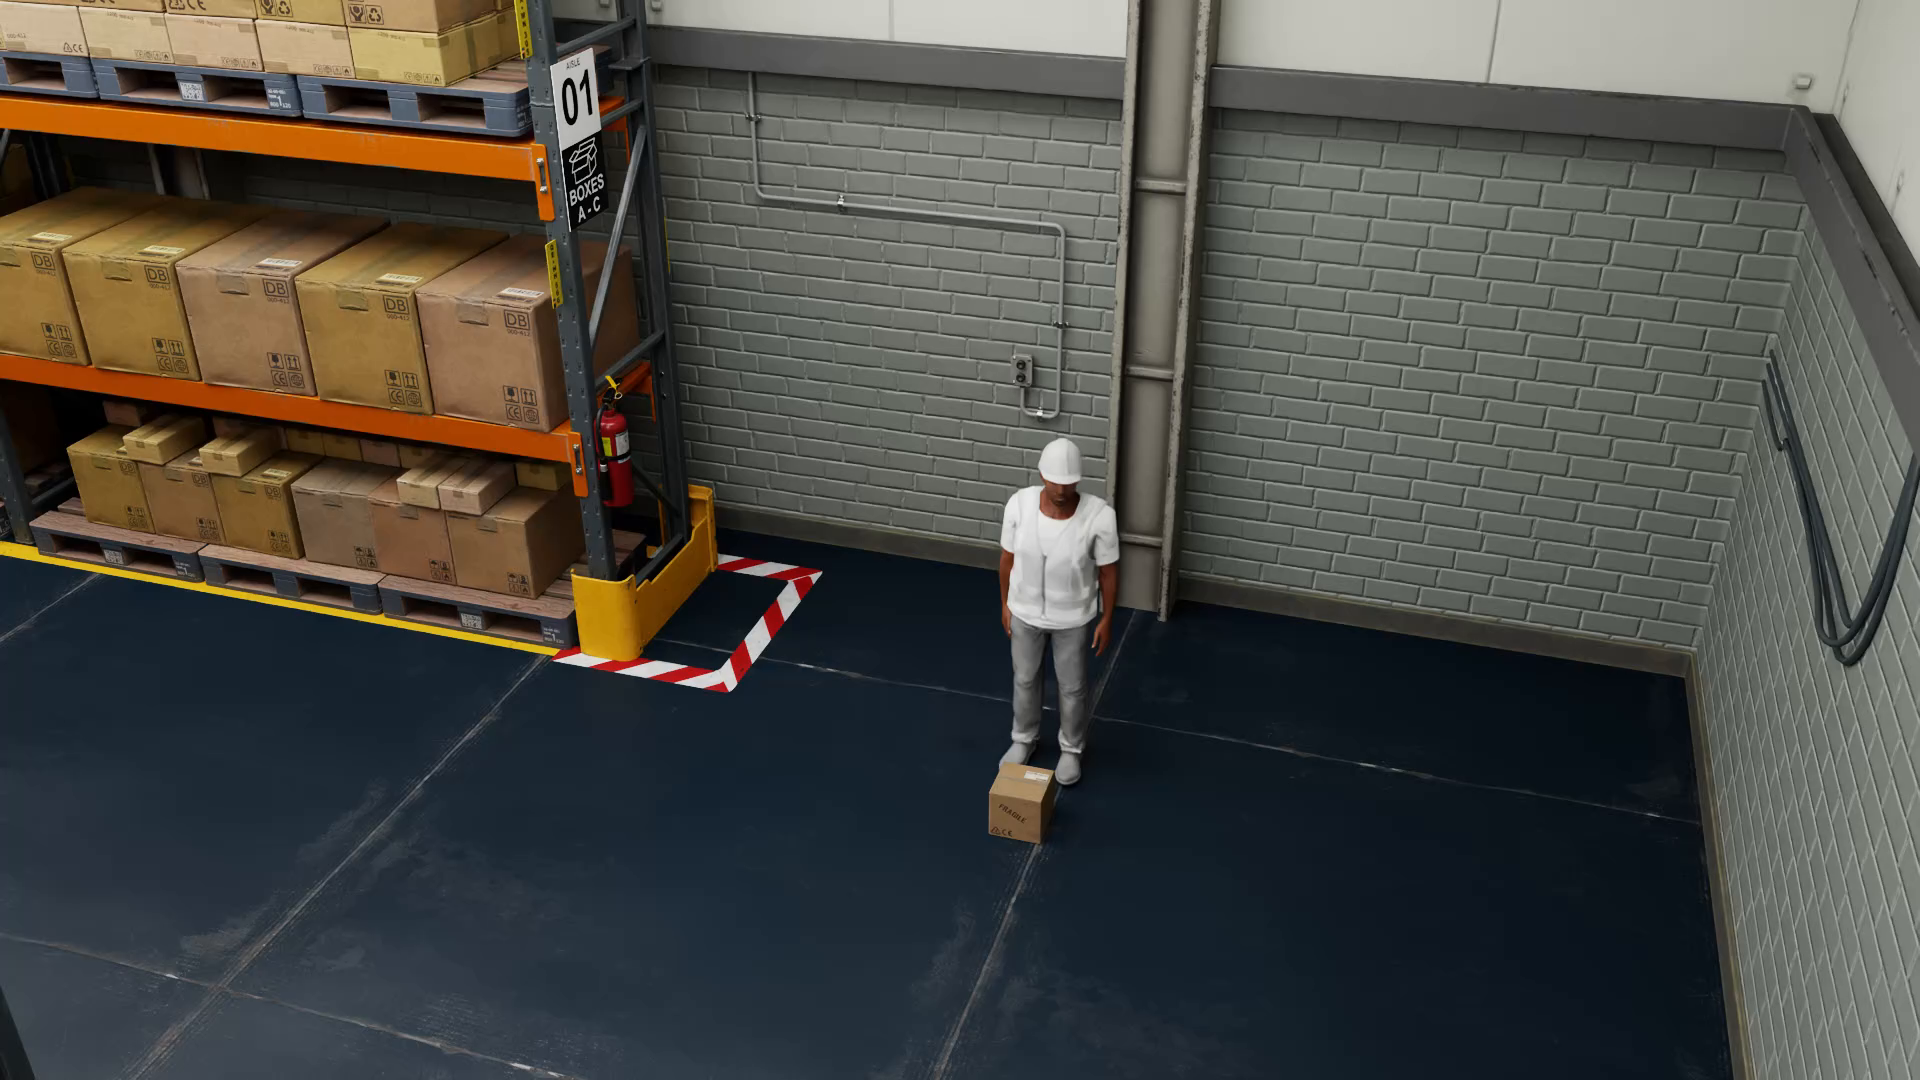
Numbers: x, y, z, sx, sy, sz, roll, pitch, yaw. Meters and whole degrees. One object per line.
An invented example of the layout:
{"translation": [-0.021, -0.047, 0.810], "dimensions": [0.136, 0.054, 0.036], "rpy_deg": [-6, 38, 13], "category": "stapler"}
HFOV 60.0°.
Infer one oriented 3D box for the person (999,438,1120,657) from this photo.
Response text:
{"translation": [0.451, 0.033, 7.689], "dimensions": [0.572, 1.066, 0.325], "rpy_deg": [9, 30, 16], "category": "person"}
